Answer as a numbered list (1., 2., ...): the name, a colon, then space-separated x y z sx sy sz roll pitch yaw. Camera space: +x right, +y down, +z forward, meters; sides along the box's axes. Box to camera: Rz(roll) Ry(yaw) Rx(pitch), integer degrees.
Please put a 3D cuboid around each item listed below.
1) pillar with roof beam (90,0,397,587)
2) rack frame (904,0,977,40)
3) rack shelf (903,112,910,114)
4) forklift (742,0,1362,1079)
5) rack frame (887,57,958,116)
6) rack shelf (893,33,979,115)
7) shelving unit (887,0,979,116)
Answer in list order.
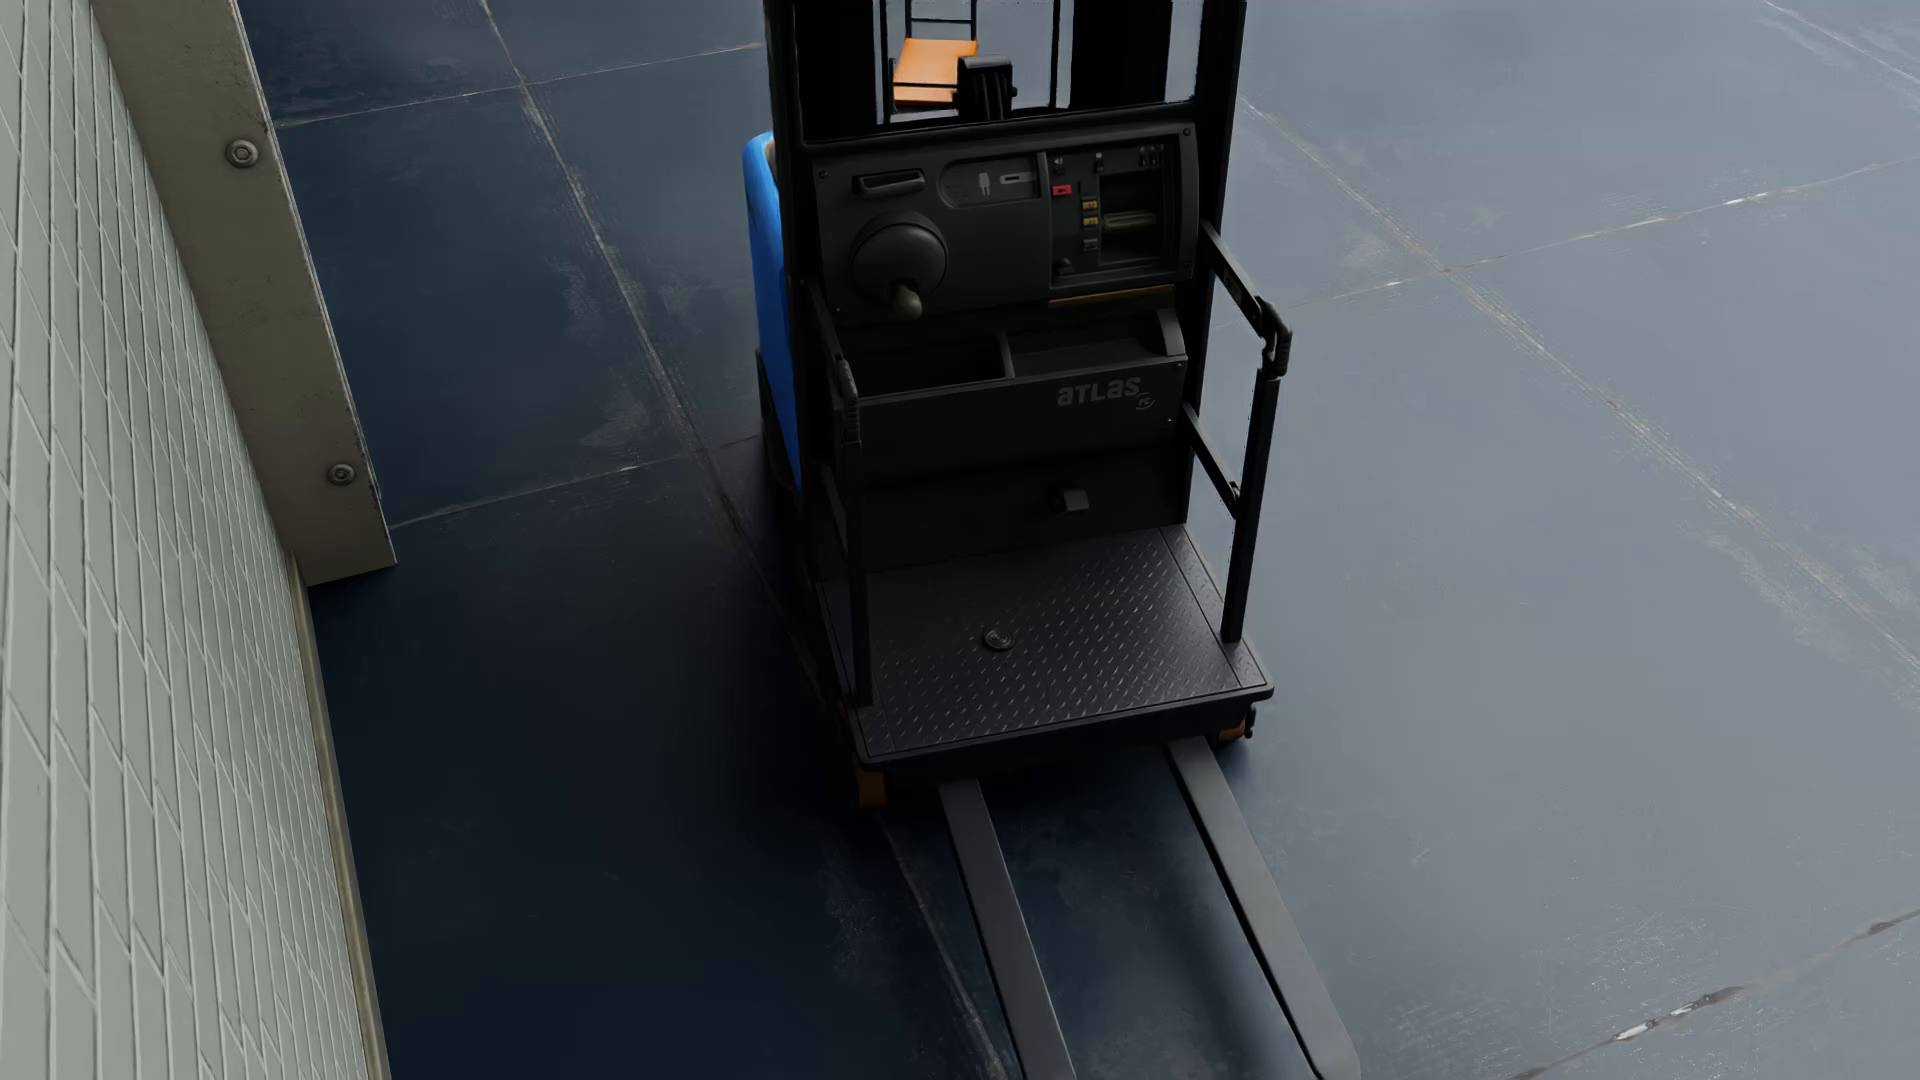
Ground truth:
1. pillar with roof beam: 2.011 -4.492 3.572 9.100 9.000 0.400 -15 43 -17
2. rack frame: -0.065 -1.348 5.897 0.240 1.200 0.015 3 41 4
3. rack shelf: -0.088 -1.308 5.611 0.258 0.148 0.480 3 41 4
4. forklift: 0.173 -0.677 3.790 1.130 2.935 3.031 -9 42 -10
5. rack frame: -0.110 -1.031 5.529 0.240 1.200 0.015 3 41 4
6. rack shelf: -0.088 -1.487 5.457 0.258 0.148 0.480 3 41 4
7. shelving unit: -0.088 -1.189 5.713 0.258 1.200 0.503 3 41 4
